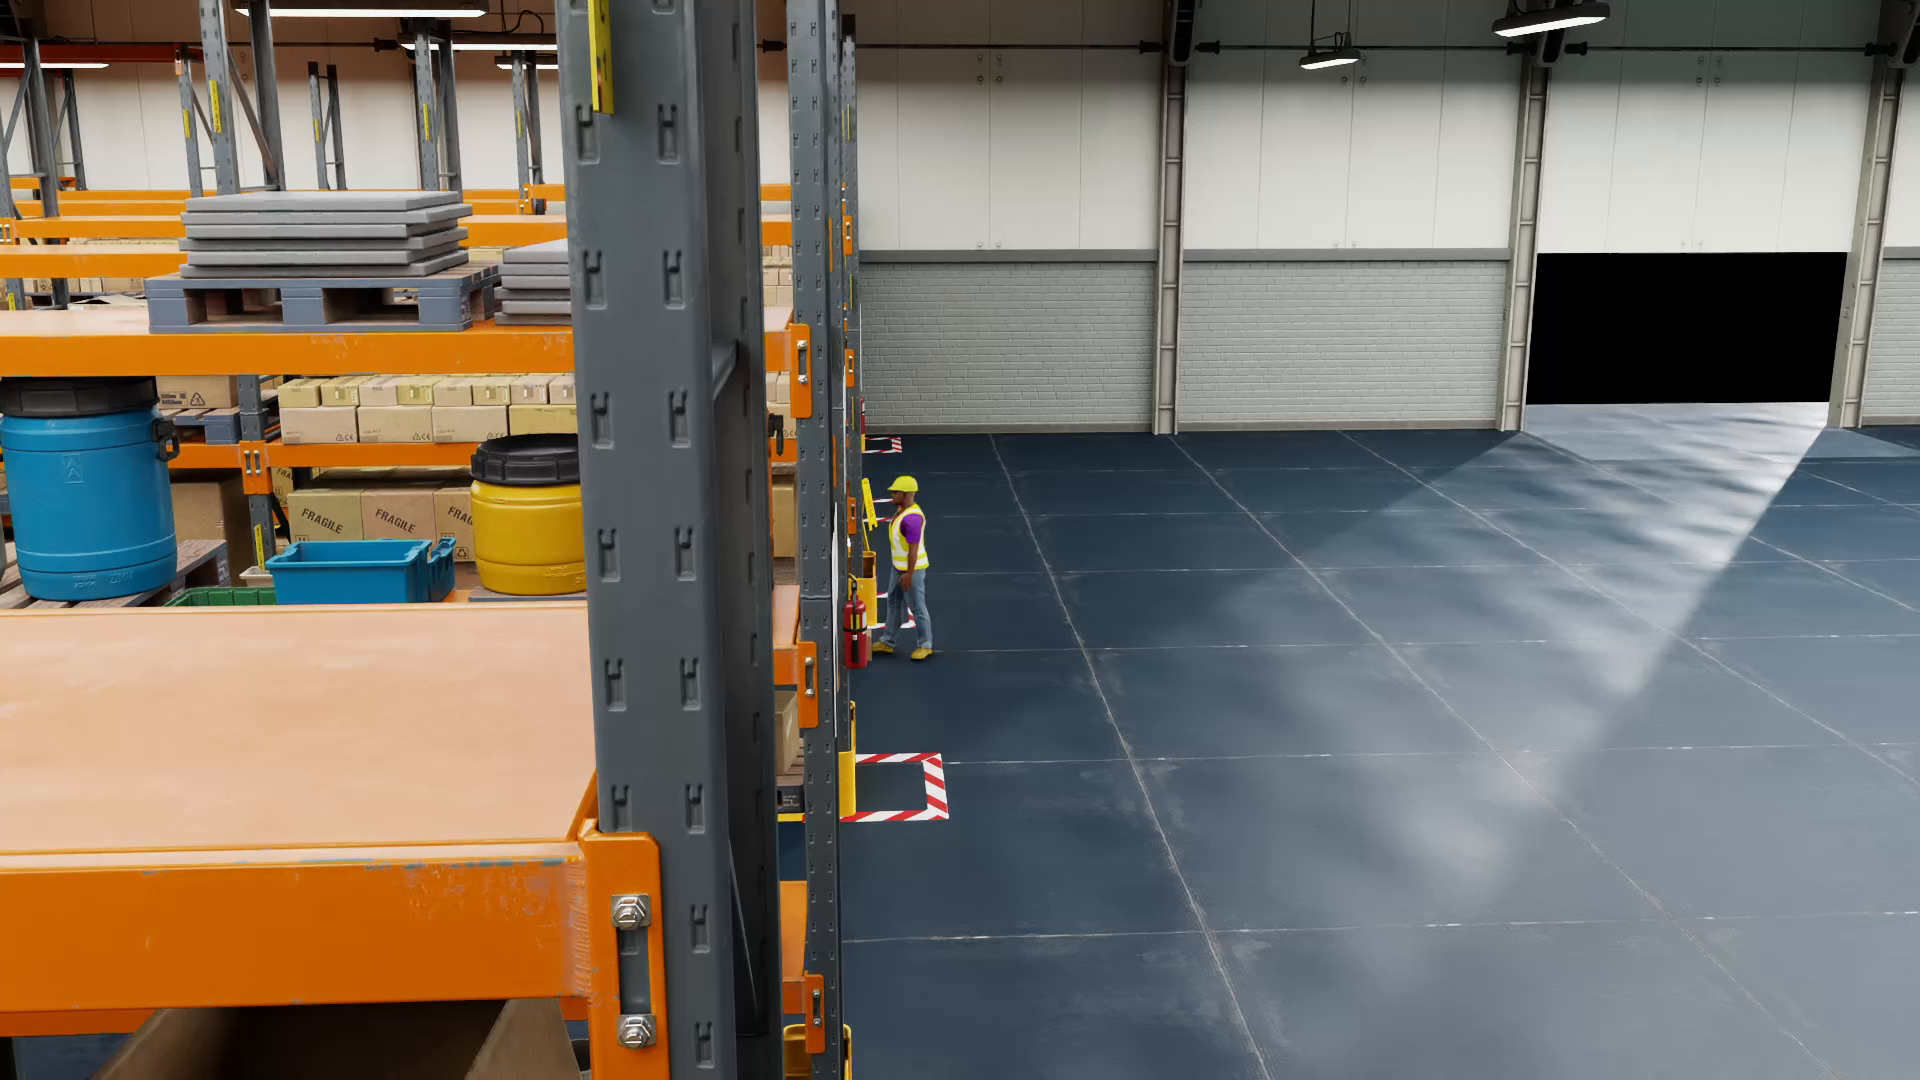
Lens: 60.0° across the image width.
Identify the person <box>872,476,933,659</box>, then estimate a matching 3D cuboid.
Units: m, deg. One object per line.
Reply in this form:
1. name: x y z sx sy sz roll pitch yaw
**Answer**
1. person: -0.577 0.265 15.800 0.643 1.758 0.601 -4 14 -16
